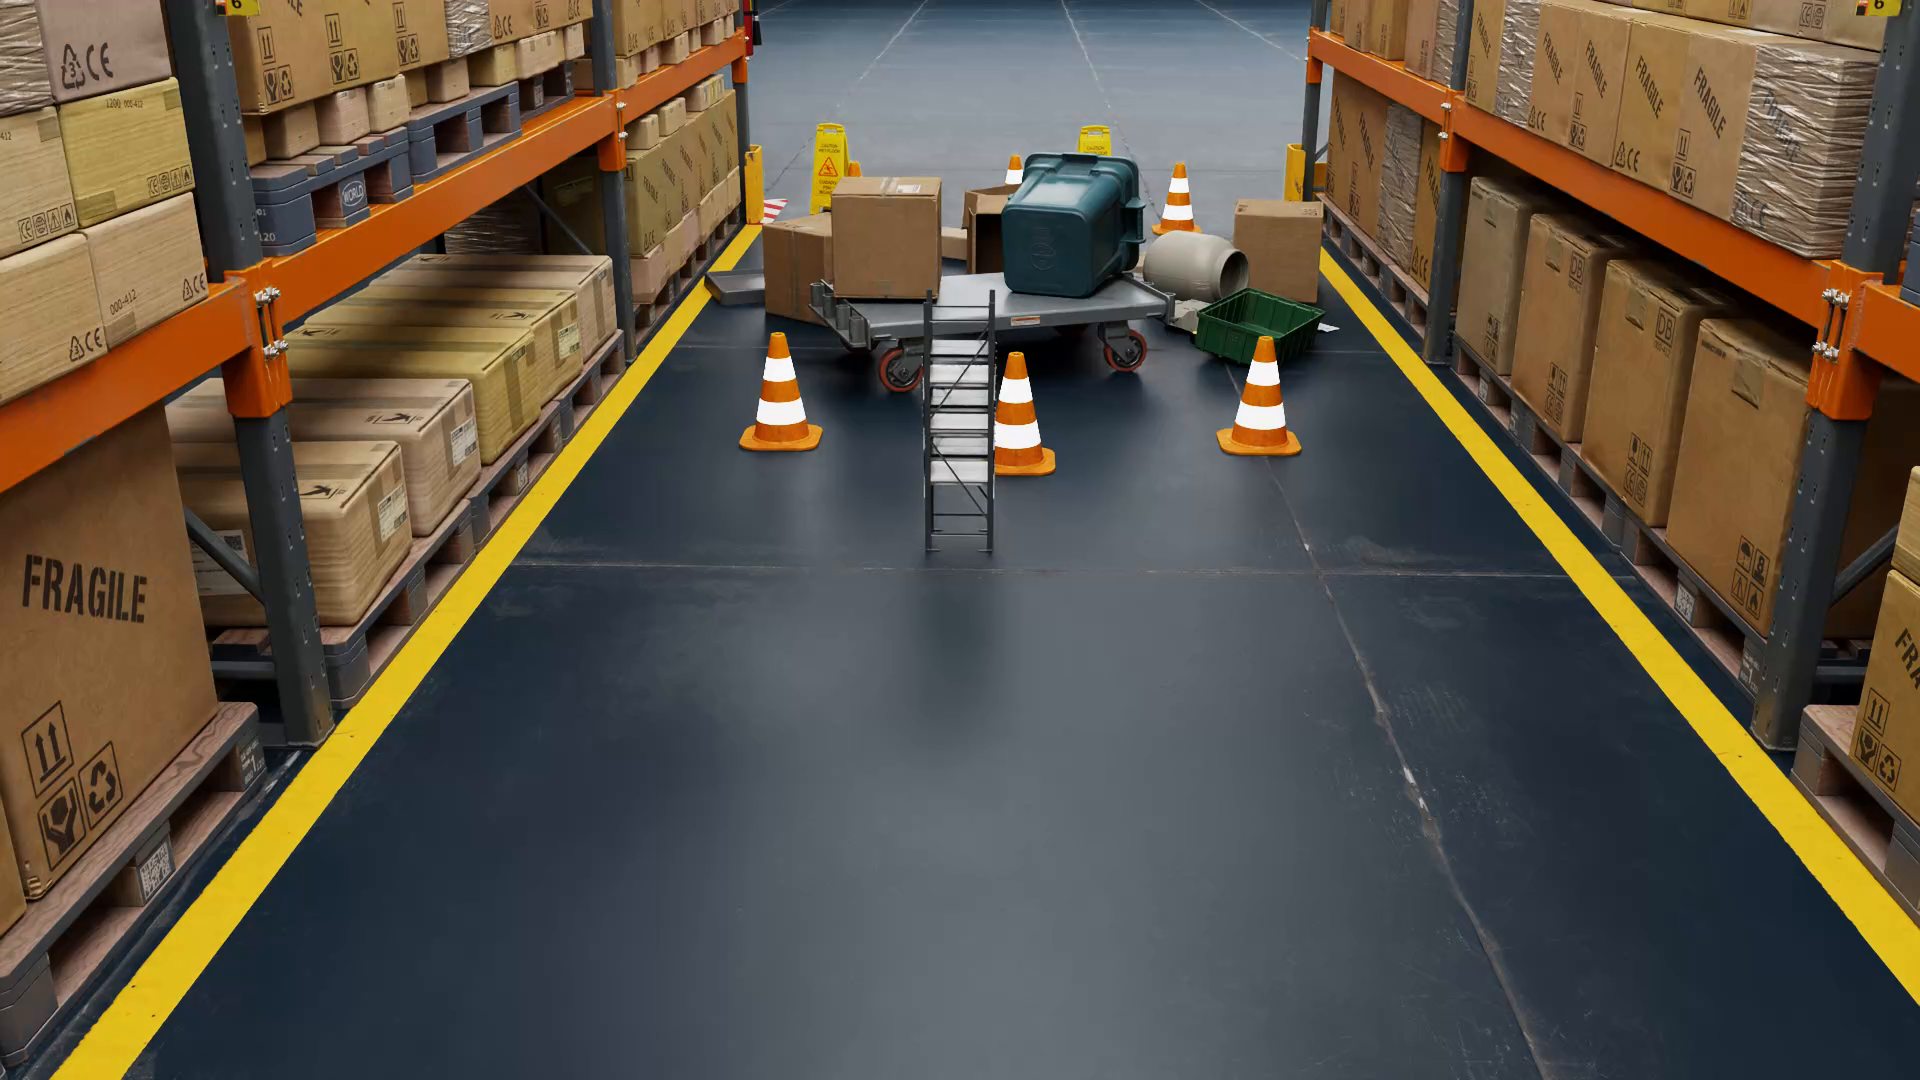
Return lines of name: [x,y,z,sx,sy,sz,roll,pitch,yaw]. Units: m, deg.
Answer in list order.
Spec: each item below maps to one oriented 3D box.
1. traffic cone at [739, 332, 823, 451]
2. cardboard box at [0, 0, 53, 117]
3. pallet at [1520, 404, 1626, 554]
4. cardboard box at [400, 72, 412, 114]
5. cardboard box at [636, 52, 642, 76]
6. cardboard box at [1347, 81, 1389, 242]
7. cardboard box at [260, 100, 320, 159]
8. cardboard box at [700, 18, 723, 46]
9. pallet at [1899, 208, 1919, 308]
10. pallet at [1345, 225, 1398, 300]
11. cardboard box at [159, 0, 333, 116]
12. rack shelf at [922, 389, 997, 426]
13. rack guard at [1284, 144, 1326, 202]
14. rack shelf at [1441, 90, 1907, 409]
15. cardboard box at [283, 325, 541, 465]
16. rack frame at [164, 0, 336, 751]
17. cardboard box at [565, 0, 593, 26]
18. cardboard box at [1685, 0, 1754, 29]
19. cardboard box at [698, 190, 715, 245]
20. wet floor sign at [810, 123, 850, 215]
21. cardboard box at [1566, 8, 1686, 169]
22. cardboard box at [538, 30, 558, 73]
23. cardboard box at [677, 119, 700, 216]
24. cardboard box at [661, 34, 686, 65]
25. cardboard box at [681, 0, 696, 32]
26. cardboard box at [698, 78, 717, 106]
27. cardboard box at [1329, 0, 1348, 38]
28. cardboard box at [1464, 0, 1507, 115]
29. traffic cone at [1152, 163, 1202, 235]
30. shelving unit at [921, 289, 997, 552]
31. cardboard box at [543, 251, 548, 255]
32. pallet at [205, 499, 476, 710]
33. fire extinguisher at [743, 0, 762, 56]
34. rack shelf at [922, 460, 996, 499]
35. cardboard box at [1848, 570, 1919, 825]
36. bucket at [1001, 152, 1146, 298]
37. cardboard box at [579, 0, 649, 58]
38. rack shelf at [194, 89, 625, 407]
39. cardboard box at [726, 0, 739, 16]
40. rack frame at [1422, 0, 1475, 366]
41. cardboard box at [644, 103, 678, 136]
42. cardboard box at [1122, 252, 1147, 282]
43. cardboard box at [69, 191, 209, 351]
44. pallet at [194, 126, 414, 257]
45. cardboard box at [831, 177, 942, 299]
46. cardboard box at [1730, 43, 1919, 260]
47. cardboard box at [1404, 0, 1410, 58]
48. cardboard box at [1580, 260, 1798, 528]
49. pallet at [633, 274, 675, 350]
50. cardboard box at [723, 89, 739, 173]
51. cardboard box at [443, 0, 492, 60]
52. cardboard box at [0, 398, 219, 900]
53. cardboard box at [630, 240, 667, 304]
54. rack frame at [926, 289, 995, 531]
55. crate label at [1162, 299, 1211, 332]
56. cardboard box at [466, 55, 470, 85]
traffic cone: [-0.768,-0.651,7.066,0.336,0.463,0.334,1,21,2]
cardboard box: [-2.012,-0.988,2.909,0.500,0.500,0.500,1,21,3]
pallet: [2.839,-0.257,6.400,1.003,0.211,1.213,1,21,2]
cardboard box: [-2.000,-1.433,5.341,0.380,0.149,0.250,2,21,5]
cardboard box: [-1.866,-2.479,8.618,0.380,0.149,0.250,1,21,1]
cardboard box: [2.964,-2.367,10.338,0.875,0.875,0.875,0,21,1]
cardboard box: [-2.013,-1.147,4.605,0.380,0.149,0.250,-1,21,-2]
cardboard box: [-1.709,-3.210,10.503,0.380,0.149,0.250,1,21,3]
pallet: [2.785,-0.485,3.397,1.213,0.211,1.003,1,21,2]
pallet: [2.957,-1.696,10.107,1.003,0.211,1.213,1,21,2]
cardboard box: [-2.006,-1.392,4.340,0.500,0.500,0.500,0,21,0]
rack shelf: [0.000,-0.469,5.838,0.258,0.077,0.200,1,21,2]
rack guard: [2.944,-2.569,11.958,1.175,0.500,0.348,1,21,2]
rack shelf: [2.761,-1.221,6.023,1.077,0.370,4.000,1,21,2]
cardboard box: [-2.181,-0.567,6.395,0.950,0.372,0.625,1,21,3]
rack frame: [-2.251,-0.851,4.075,1.000,3.000,0.127,1,21,2]
cardboard box: [-1.914,-2.509,7.218,0.500,0.500,0.500,0,21,1]
cardboard box: [2.751,-1.876,5.198,0.700,0.500,0.500,0,21,1]
cardboard box: [-1.797,-1.986,10.220,0.500,0.250,0.500,0,21,0]
wet floor sign: [-0.932,-2.703,12.103,0.267,0.644,0.232,8,23,20]
cardboard box: [2.489,-1.592,5.847,0.500,0.500,0.500,1,21,2]
cardboard box: [-1.867,-1.998,6.798,0.380,0.149,0.250,0,21,1]
cardboard box: [-1.819,-2.152,9.613,0.500,0.500,0.500,2,21,4]
cardboard box: [-1.751,-2.753,9.324,0.380,0.149,0.250,1,21,2]
cardboard box: [-1.821,-3.185,9.540,0.500,0.500,0.500,1,21,2]
cardboard box: [-1.726,-2.792,10.366,0.380,0.149,0.250,1,21,3]
cardboard box: [2.977,-3.661,11.110,0.875,0.550,0.550,1,21,2]
cardboard box: [2.537,-2.139,7.256,0.500,0.500,0.500,1,21,2]
traffic cone: [1.508,-2.366,11.488,0.336,0.463,0.334,1,21,2]
shelving unit: [0.000,-0.417,5.859,0.258,0.900,0.210,1,21,2]
cardboard box: [-2.380,-1.428,8.783,0.500,0.250,0.500,2,21,4]
pallet: [-2.226,0.167,5.308,1.003,0.211,1.213,1,21,2]
fire extinguisher: [-1.543,-3.744,11.638,0.296,0.674,0.183,1,21,2]
rack shelf: [0.000,-0.218,5.936,0.258,0.077,0.200,1,21,2]
cardboard box: [2.424,0.390,3.753,0.500,0.500,0.500,0,21,-1]
bucket: [0.521,-1.536,8.266,0.726,0.611,0.620,8,33,20]
cardboard box: [-1.837,-2.638,8.133,0.500,0.500,0.500,1,21,1]
rack shelf: [-2.190,-1.239,6.069,1.077,0.370,4.000,1,21,2]
cardboard box: [-1.749,-3.729,10.945,0.500,0.500,0.500,0,21,1]
rack frame: [2.822,-2.279,7.756,1.000,3.000,0.127,1,21,2]
cardboard box: [-1.764,-2.304,9.107,0.380,0.149,0.250,1,21,4]
cardboard box: [1.033,-1.646,9.905,0.396,0.266,0.258,4,22,11]
cardboard box: [-2.007,-0.595,3.624,0.500,0.250,0.500,0,21,0]
pallet: [-2.336,-1.020,4.777,1.213,0.211,1.003,1,21,2]
cardboard box: [-0.349,-1.476,8.095,0.500,0.500,0.500,1,21,2]
cardboard box: [2.445,-1.045,4.438,0.500,0.500,0.500,1,21,2]
cardboard box: [2.949,-2.876,9.086,0.875,0.550,0.550,1,21,2]
cardboard box: [2.832,-0.515,5.740,1.050,0.750,0.750,1,21,2]
pallet: [-2.144,-1.240,8.934,1.003,0.211,1.213,1,21,2]
cardboard box: [-1.771,-2.714,11.062,0.500,0.500,0.500,1,21,2]
cardboard box: [-1.965,-1.953,5.787,0.500,0.500,0.500,0,21,0]
cardboard box: [-2.355,0.193,3.742,0.875,0.875,0.875,0,21,1]
cardboard box: [-1.841,-1.421,8.766,0.500,0.250,0.500,0,21,-1]
rack frame: [0.003,-0.453,5.953,0.240,0.900,0.006,1,21,2]
crate label: [1.240,-1.204,8.943,0.298,0.136,0.250,-16,26,-35]
cardboard box: [-2.025,-1.724,6.092,0.380,0.149,0.250,0,21,0]
